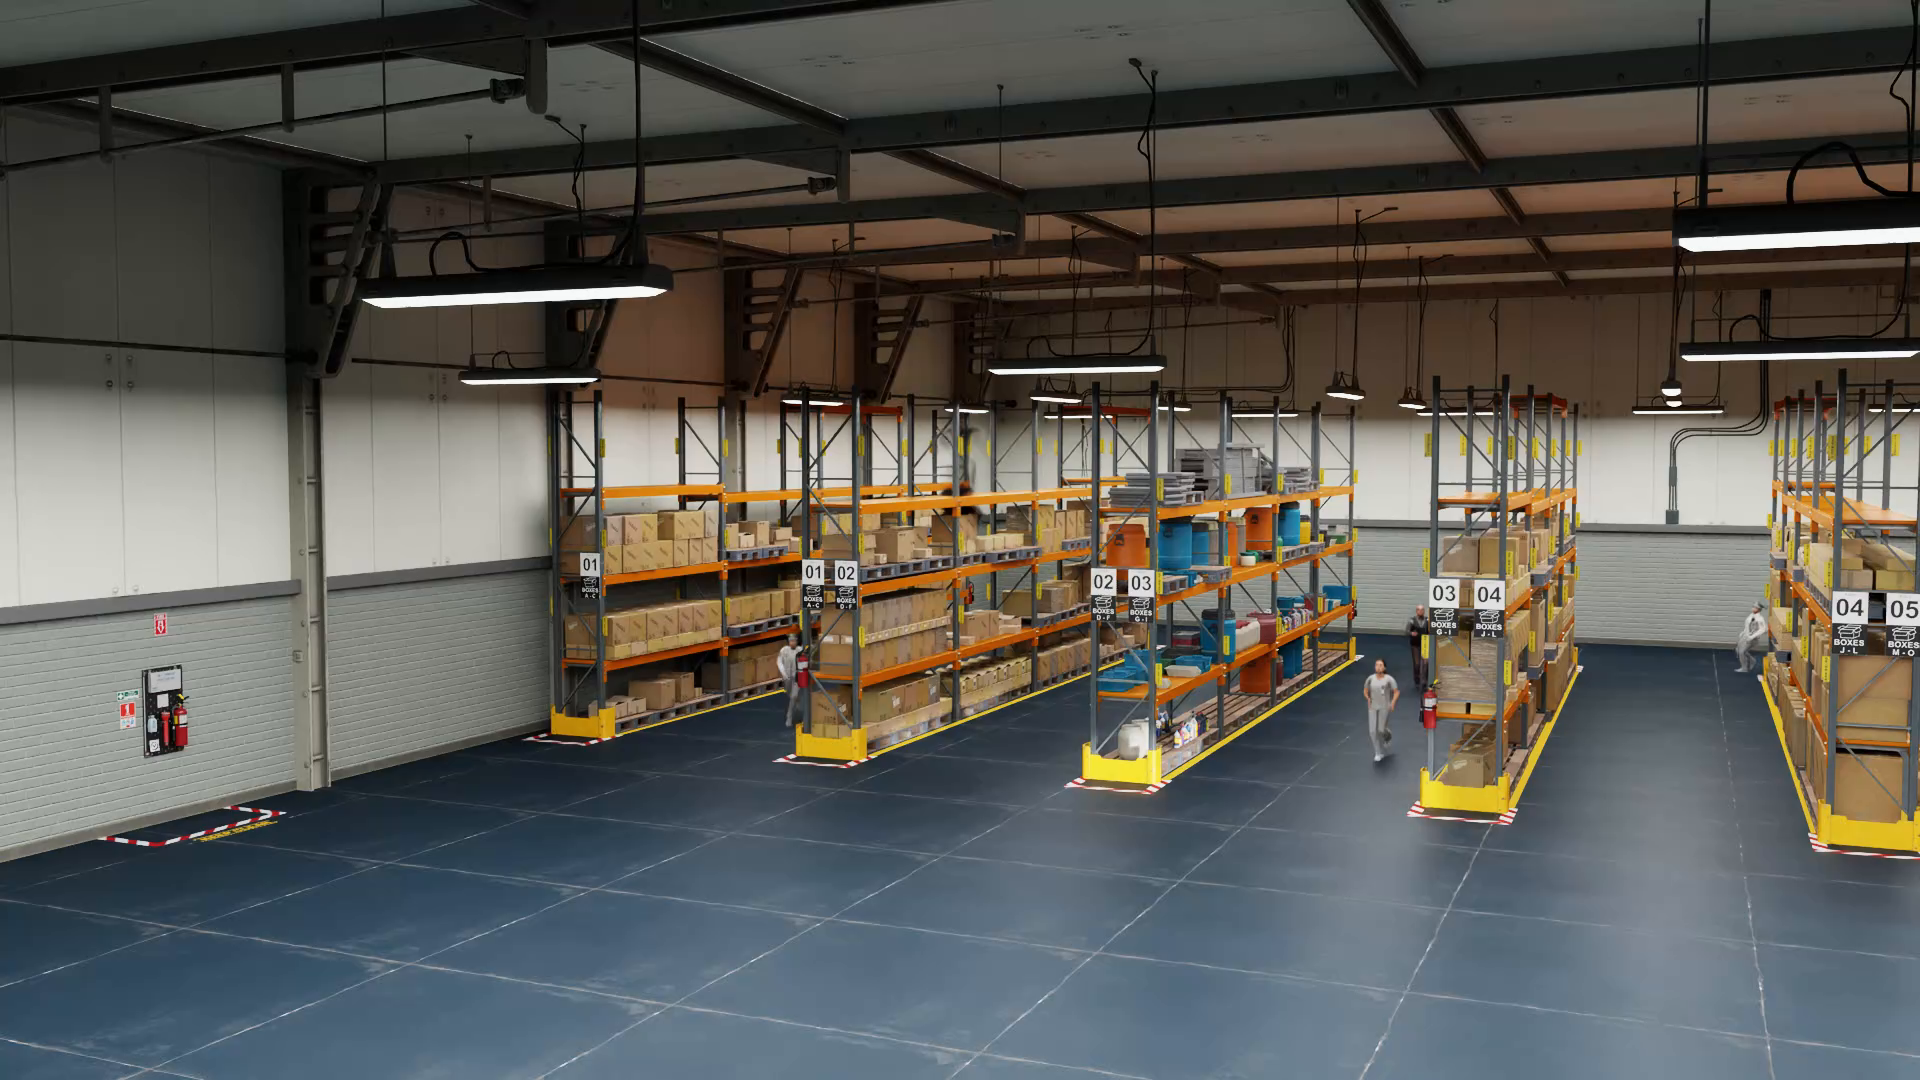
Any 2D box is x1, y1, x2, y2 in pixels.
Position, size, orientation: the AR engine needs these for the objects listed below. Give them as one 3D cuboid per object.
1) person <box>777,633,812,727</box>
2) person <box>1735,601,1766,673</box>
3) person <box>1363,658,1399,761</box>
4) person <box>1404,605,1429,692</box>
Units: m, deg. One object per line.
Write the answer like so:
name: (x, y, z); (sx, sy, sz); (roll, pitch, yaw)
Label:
person: (-3.024, 2.512, 30.351); (0.618, 1.681, 1.023); (0, 3, 8)
person: (17.522, 2.155, 36.842); (0.515, 1.610, 0.660); (0, 3, 4)
person: (6.767, 2.718, 26.776); (0.566, 1.630, 0.572); (2, 4, 28)
person: (9.548, 2.228, 34.499); (0.655, 1.747, 0.928); (1, 3, 13)
